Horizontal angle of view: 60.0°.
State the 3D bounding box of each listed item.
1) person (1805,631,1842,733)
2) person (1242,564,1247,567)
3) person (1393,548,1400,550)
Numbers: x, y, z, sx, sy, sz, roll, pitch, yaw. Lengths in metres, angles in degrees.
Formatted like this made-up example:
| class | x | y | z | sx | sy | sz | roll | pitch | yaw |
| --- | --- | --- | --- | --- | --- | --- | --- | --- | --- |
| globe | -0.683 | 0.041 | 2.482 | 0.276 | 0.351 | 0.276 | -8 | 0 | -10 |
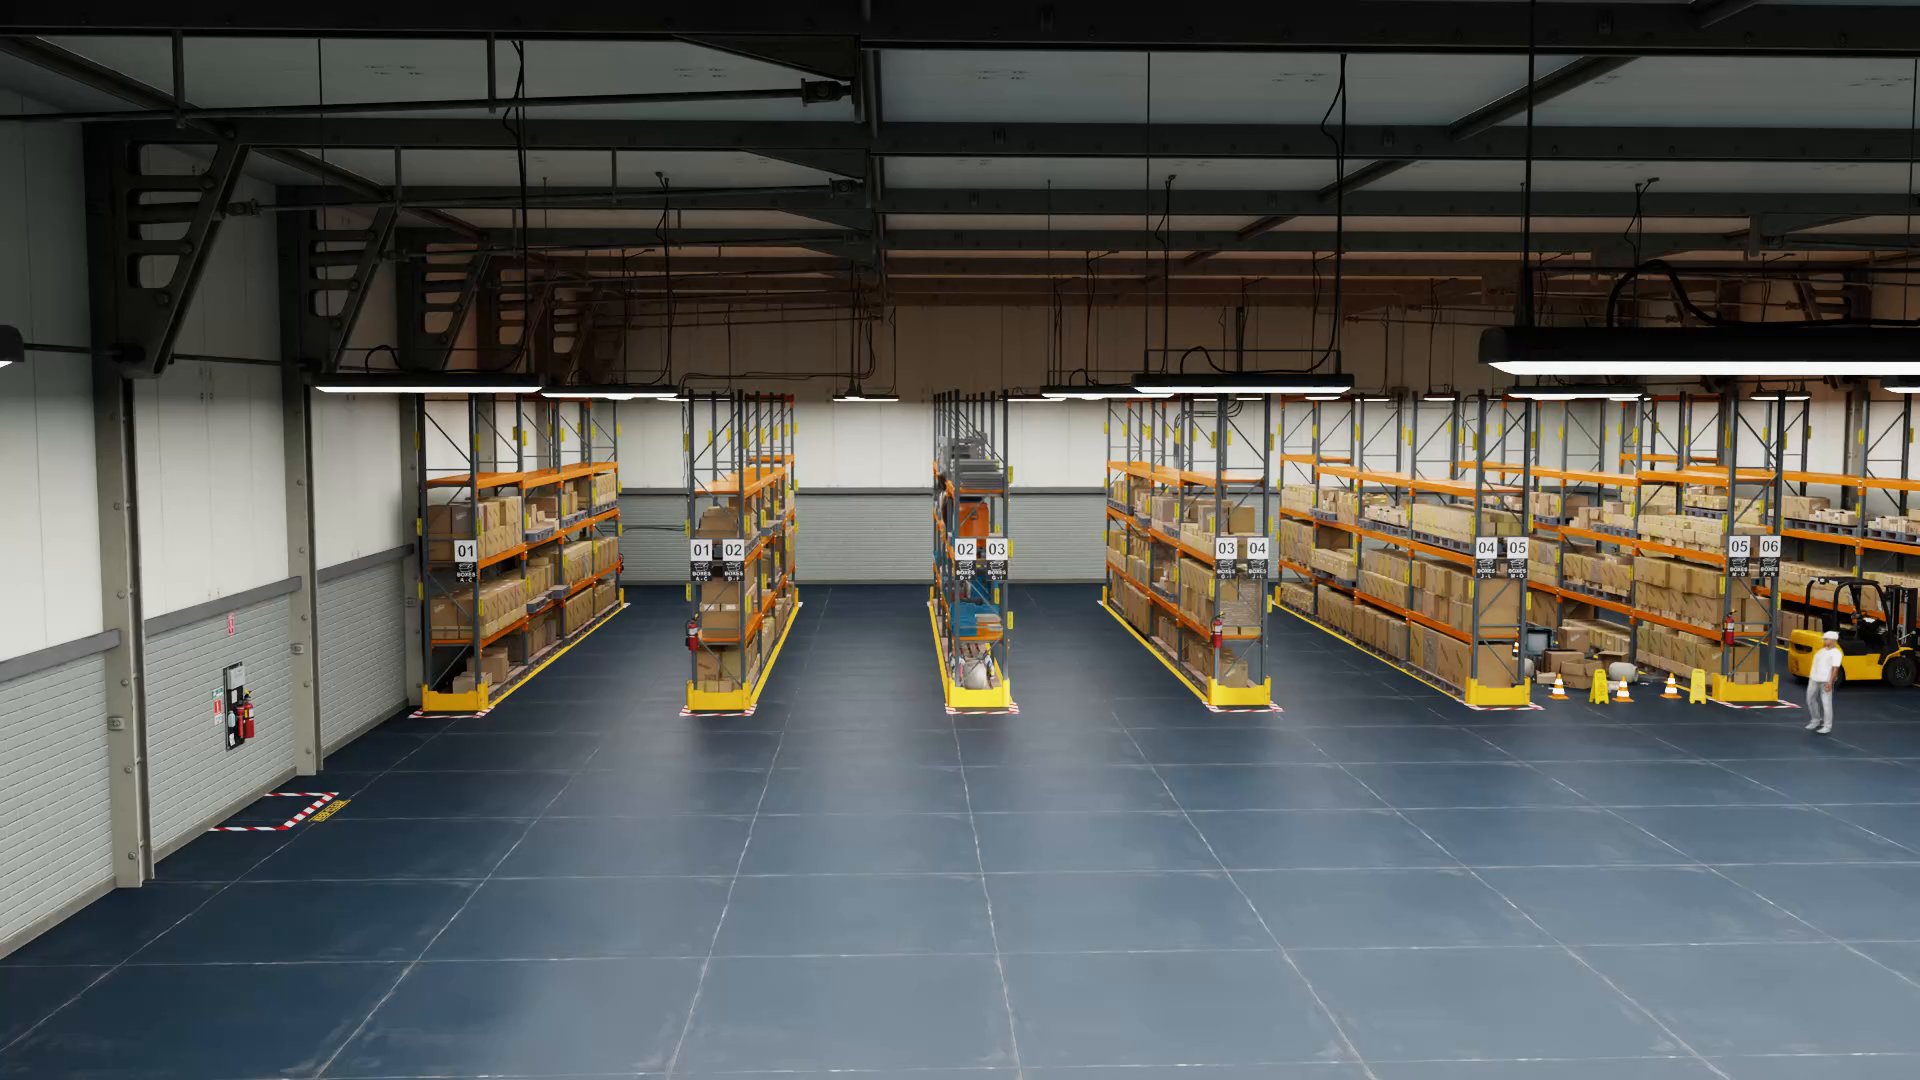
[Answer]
| class | x | y | z | sx | sy | sz | roll | pitch | yaw |
| --- | --- | --- | --- | --- | --- | --- | --- | --- | --- |
| person | 15.072 | 2.477 | 29.040 | 0.567 | 1.778 | 0.634 | -2 | 5 | -28 |
| person | 8.102 | 0.943 | 48.044 | 0.657 | 1.730 | 0.986 | 0 | 5 | 3 |
| person | 12.051 | 1.078 | 46.181 | 0.442 | 1.776 | 0.561 | 0 | 5 | 0 |
